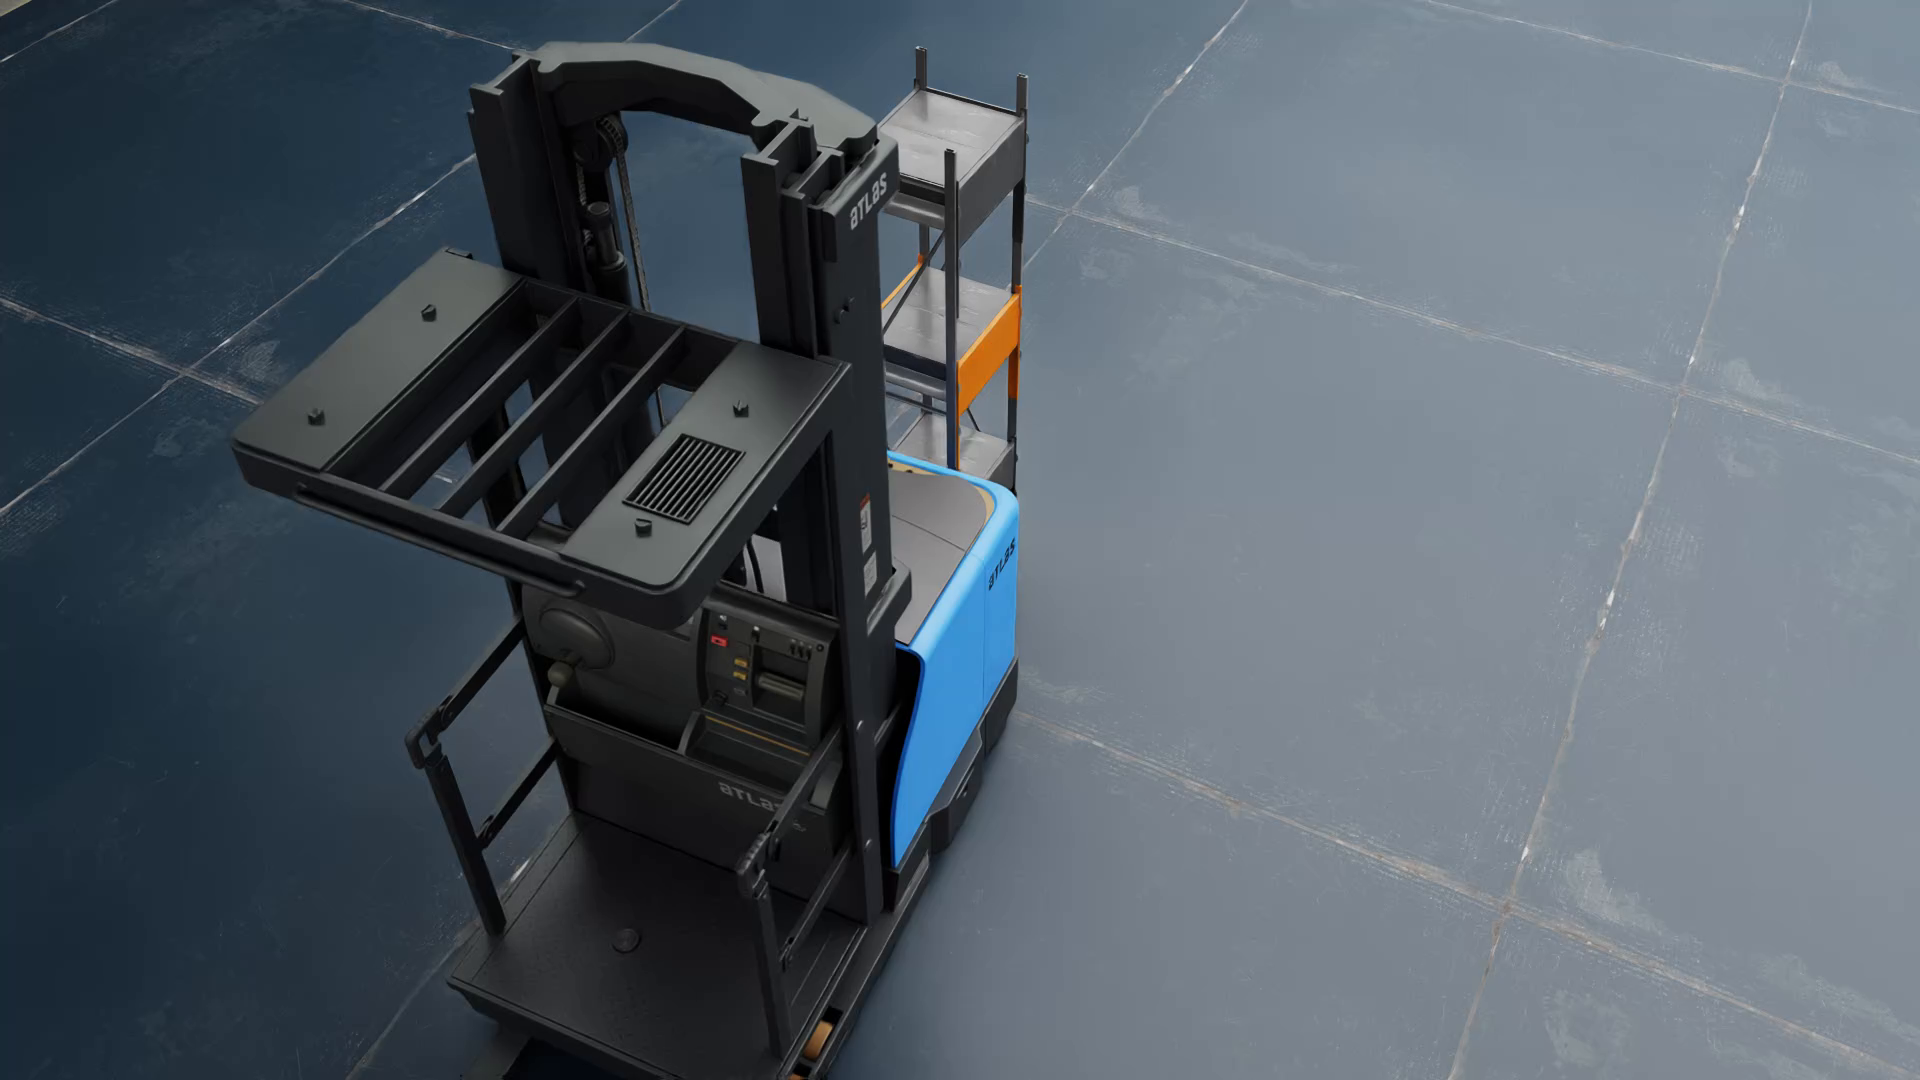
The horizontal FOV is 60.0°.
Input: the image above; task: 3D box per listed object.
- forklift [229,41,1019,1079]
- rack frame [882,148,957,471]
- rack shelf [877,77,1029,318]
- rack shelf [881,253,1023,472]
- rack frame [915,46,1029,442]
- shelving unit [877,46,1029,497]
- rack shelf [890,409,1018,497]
[{"bbox_3d":[-0.856,0.377,4.317,1.130,2.935,3.031,18,48,17],"label":"forklift"},{"bbox_3d":[-0.190,-0.480,5.748,0.400,2.100,0.015,20,49,19],"label":"rack frame"},{"bbox_3d":[-0.077,-1.116,5.412,0.431,0.518,0.480,20,49,19],"label":"rack shelf"},{"bbox_3d":[-0.077,-0.624,5.910,0.431,0.518,0.480,20,49,19],"label":"rack shelf"},{"bbox_3d":[0.036,-0.788,6.052,0.400,2.100,0.015,20,49,19],"label":"rack frame"},{"bbox_3d":[-0.077,-0.634,5.900,0.431,2.100,0.503,20,49,19],"label":"shelving unit"},{"bbox_3d":[-0.077,-0.132,6.408,0.431,0.518,0.480,20,49,19],"label":"rack shelf"}]
